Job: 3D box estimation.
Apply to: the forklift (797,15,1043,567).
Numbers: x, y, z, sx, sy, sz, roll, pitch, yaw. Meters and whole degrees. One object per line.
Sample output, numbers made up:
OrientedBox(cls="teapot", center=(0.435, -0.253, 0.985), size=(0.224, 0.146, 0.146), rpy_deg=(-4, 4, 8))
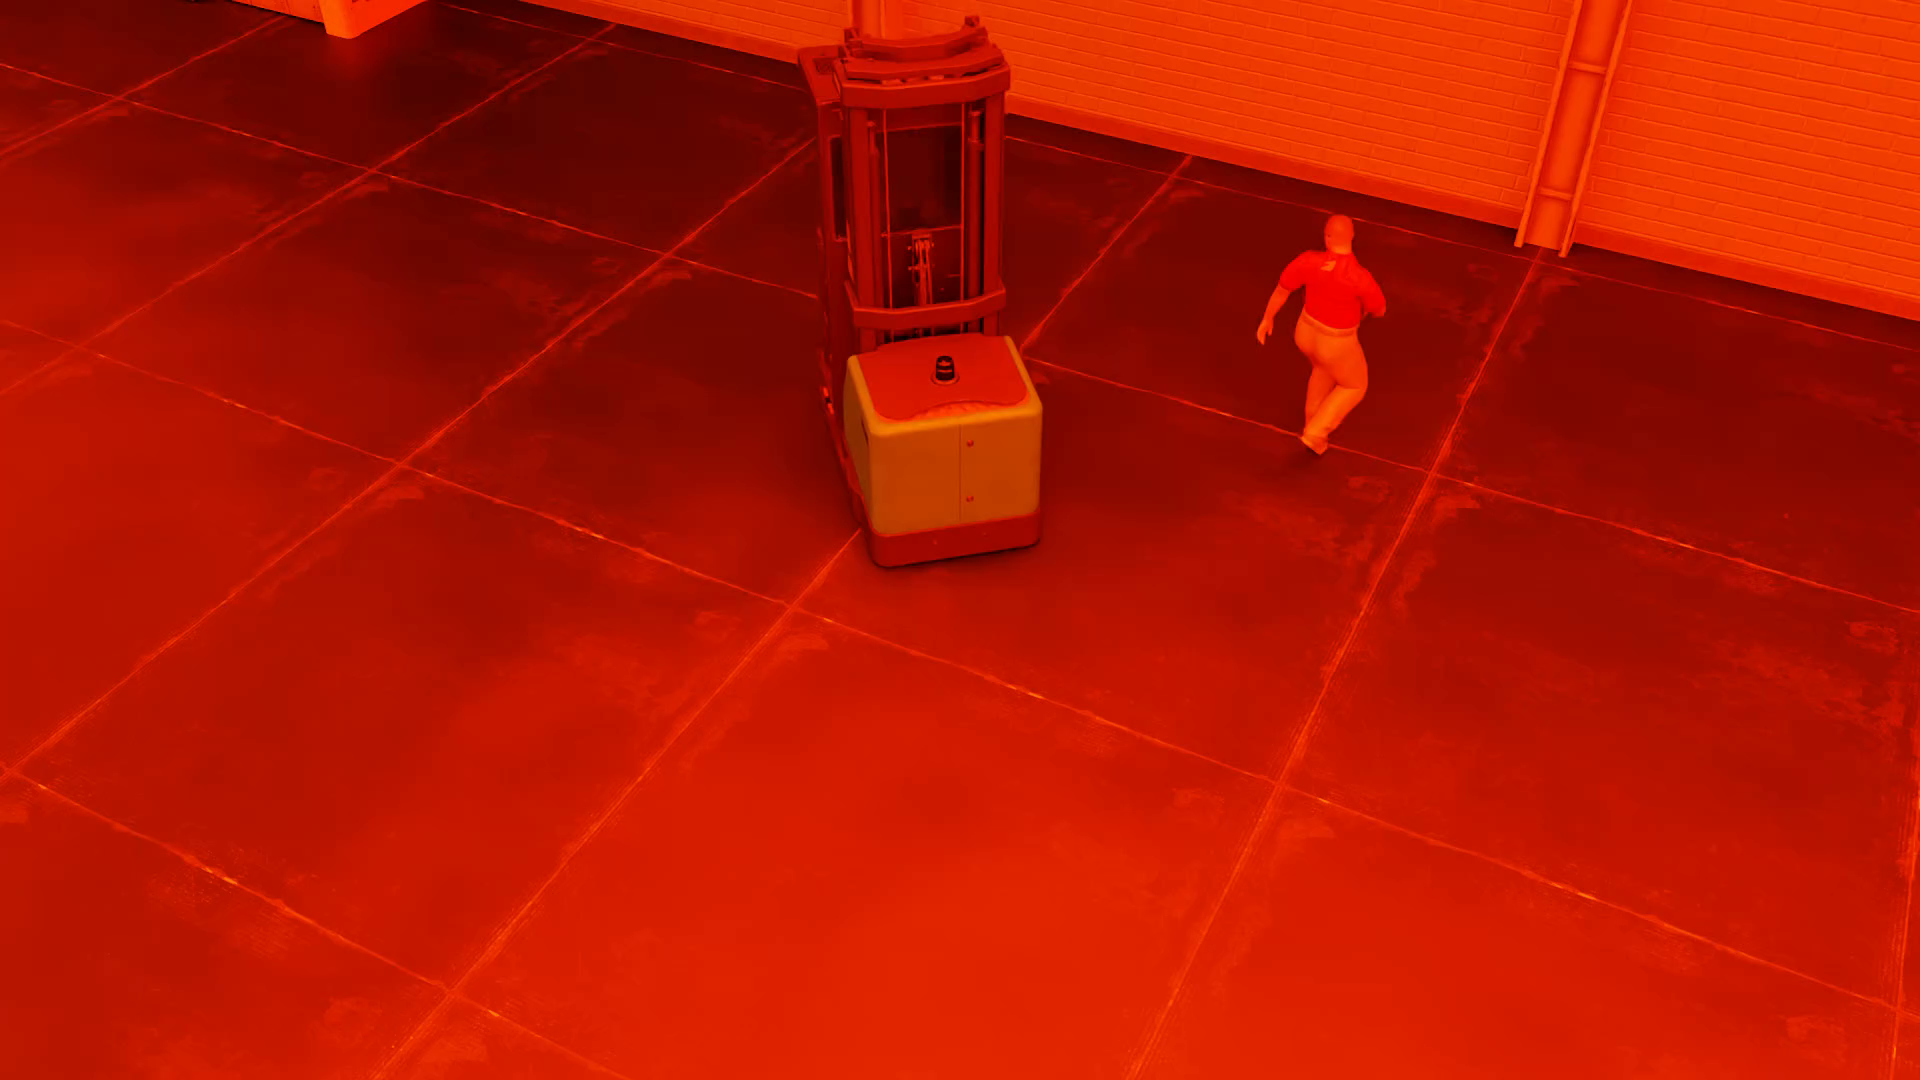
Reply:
OrientedBox(cls="forklift", center=(-0.339, -1.919, 10.265), size=(1.130, 2.935, 3.031), rpy_deg=(-9, 41, -10))

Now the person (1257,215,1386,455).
OrientedBox(cls="person", center=(2.327, -1.318, 10.541), size=(0.634, 1.673, 0.699), rpy_deg=(-29, 48, -30))
